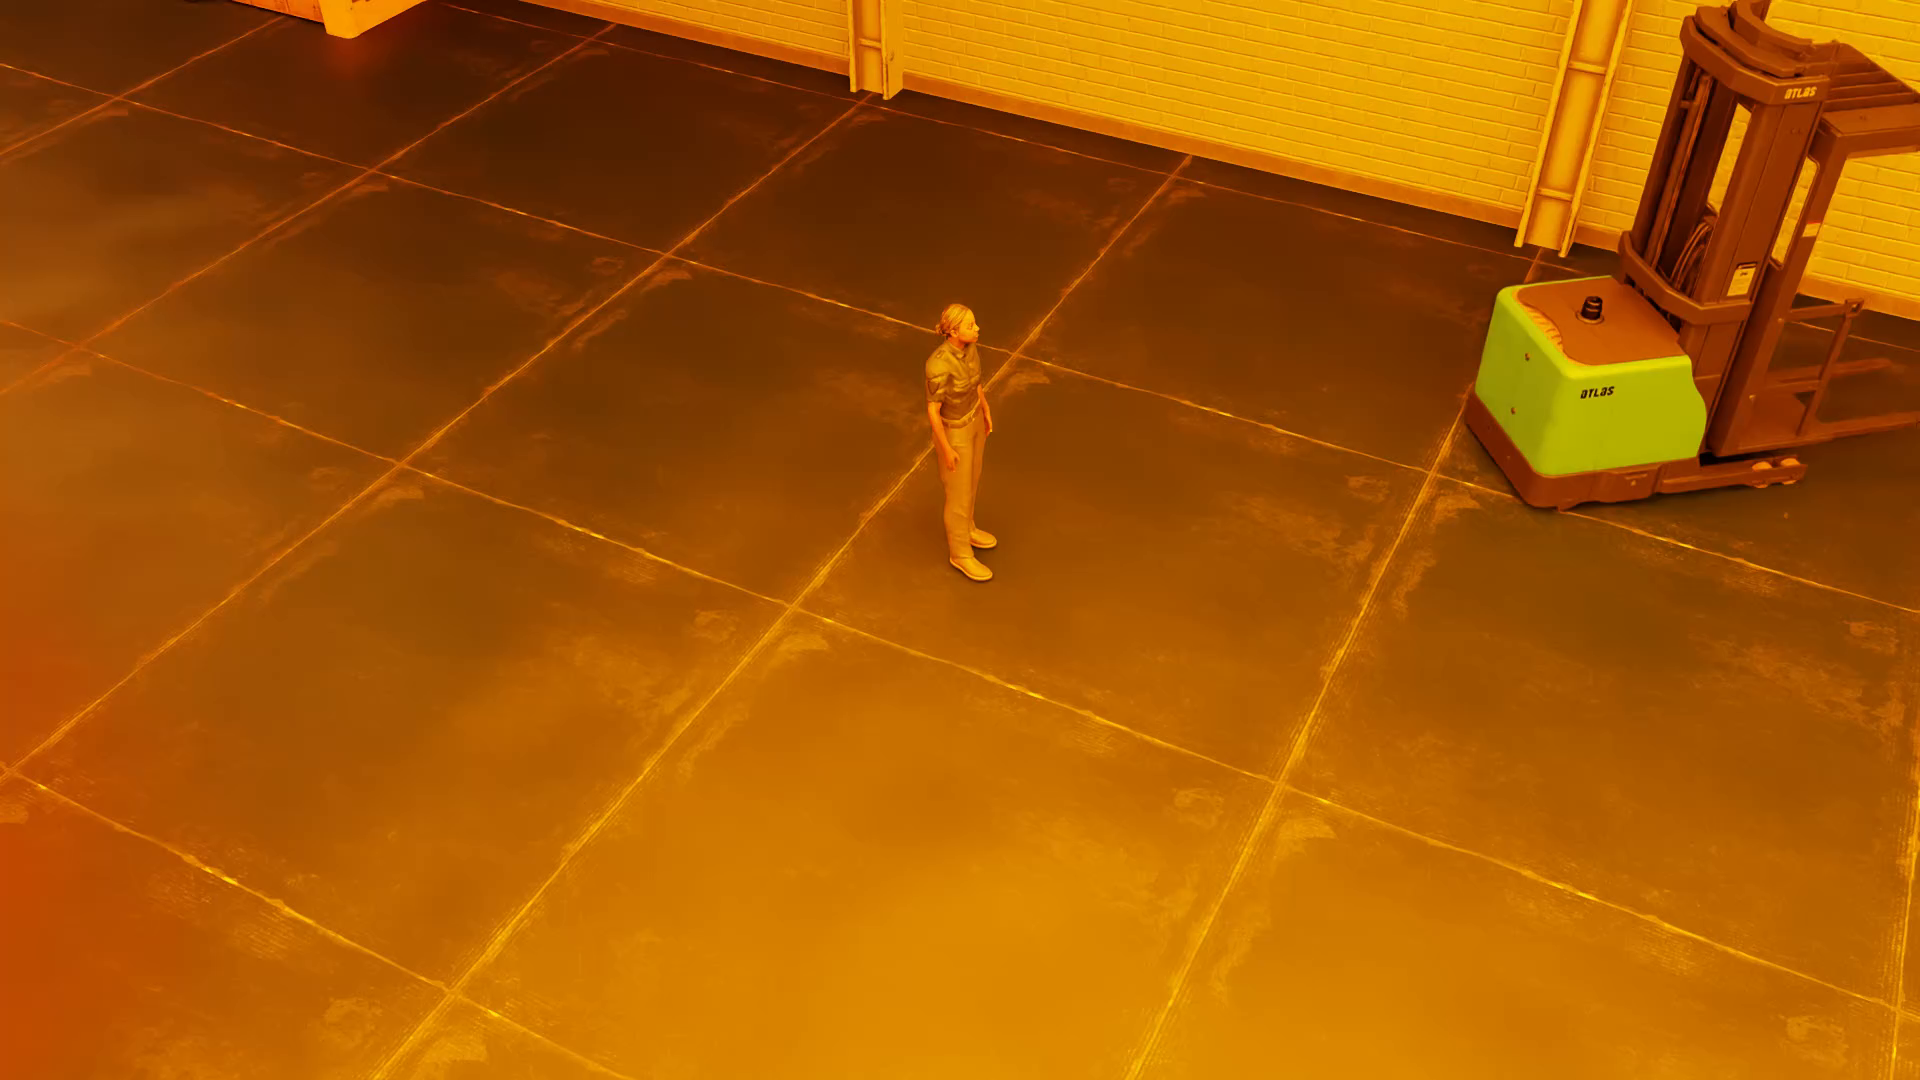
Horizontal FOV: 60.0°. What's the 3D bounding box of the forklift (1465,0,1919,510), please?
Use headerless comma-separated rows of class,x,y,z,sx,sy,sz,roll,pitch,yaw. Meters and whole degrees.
forklift,4.942,-1.783,10.103,3.031,2.935,1.130,-8,41,-9

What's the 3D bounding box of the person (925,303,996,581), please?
person,0.068,-0.601,9.680,0.504,1.654,0.569,18,43,21
